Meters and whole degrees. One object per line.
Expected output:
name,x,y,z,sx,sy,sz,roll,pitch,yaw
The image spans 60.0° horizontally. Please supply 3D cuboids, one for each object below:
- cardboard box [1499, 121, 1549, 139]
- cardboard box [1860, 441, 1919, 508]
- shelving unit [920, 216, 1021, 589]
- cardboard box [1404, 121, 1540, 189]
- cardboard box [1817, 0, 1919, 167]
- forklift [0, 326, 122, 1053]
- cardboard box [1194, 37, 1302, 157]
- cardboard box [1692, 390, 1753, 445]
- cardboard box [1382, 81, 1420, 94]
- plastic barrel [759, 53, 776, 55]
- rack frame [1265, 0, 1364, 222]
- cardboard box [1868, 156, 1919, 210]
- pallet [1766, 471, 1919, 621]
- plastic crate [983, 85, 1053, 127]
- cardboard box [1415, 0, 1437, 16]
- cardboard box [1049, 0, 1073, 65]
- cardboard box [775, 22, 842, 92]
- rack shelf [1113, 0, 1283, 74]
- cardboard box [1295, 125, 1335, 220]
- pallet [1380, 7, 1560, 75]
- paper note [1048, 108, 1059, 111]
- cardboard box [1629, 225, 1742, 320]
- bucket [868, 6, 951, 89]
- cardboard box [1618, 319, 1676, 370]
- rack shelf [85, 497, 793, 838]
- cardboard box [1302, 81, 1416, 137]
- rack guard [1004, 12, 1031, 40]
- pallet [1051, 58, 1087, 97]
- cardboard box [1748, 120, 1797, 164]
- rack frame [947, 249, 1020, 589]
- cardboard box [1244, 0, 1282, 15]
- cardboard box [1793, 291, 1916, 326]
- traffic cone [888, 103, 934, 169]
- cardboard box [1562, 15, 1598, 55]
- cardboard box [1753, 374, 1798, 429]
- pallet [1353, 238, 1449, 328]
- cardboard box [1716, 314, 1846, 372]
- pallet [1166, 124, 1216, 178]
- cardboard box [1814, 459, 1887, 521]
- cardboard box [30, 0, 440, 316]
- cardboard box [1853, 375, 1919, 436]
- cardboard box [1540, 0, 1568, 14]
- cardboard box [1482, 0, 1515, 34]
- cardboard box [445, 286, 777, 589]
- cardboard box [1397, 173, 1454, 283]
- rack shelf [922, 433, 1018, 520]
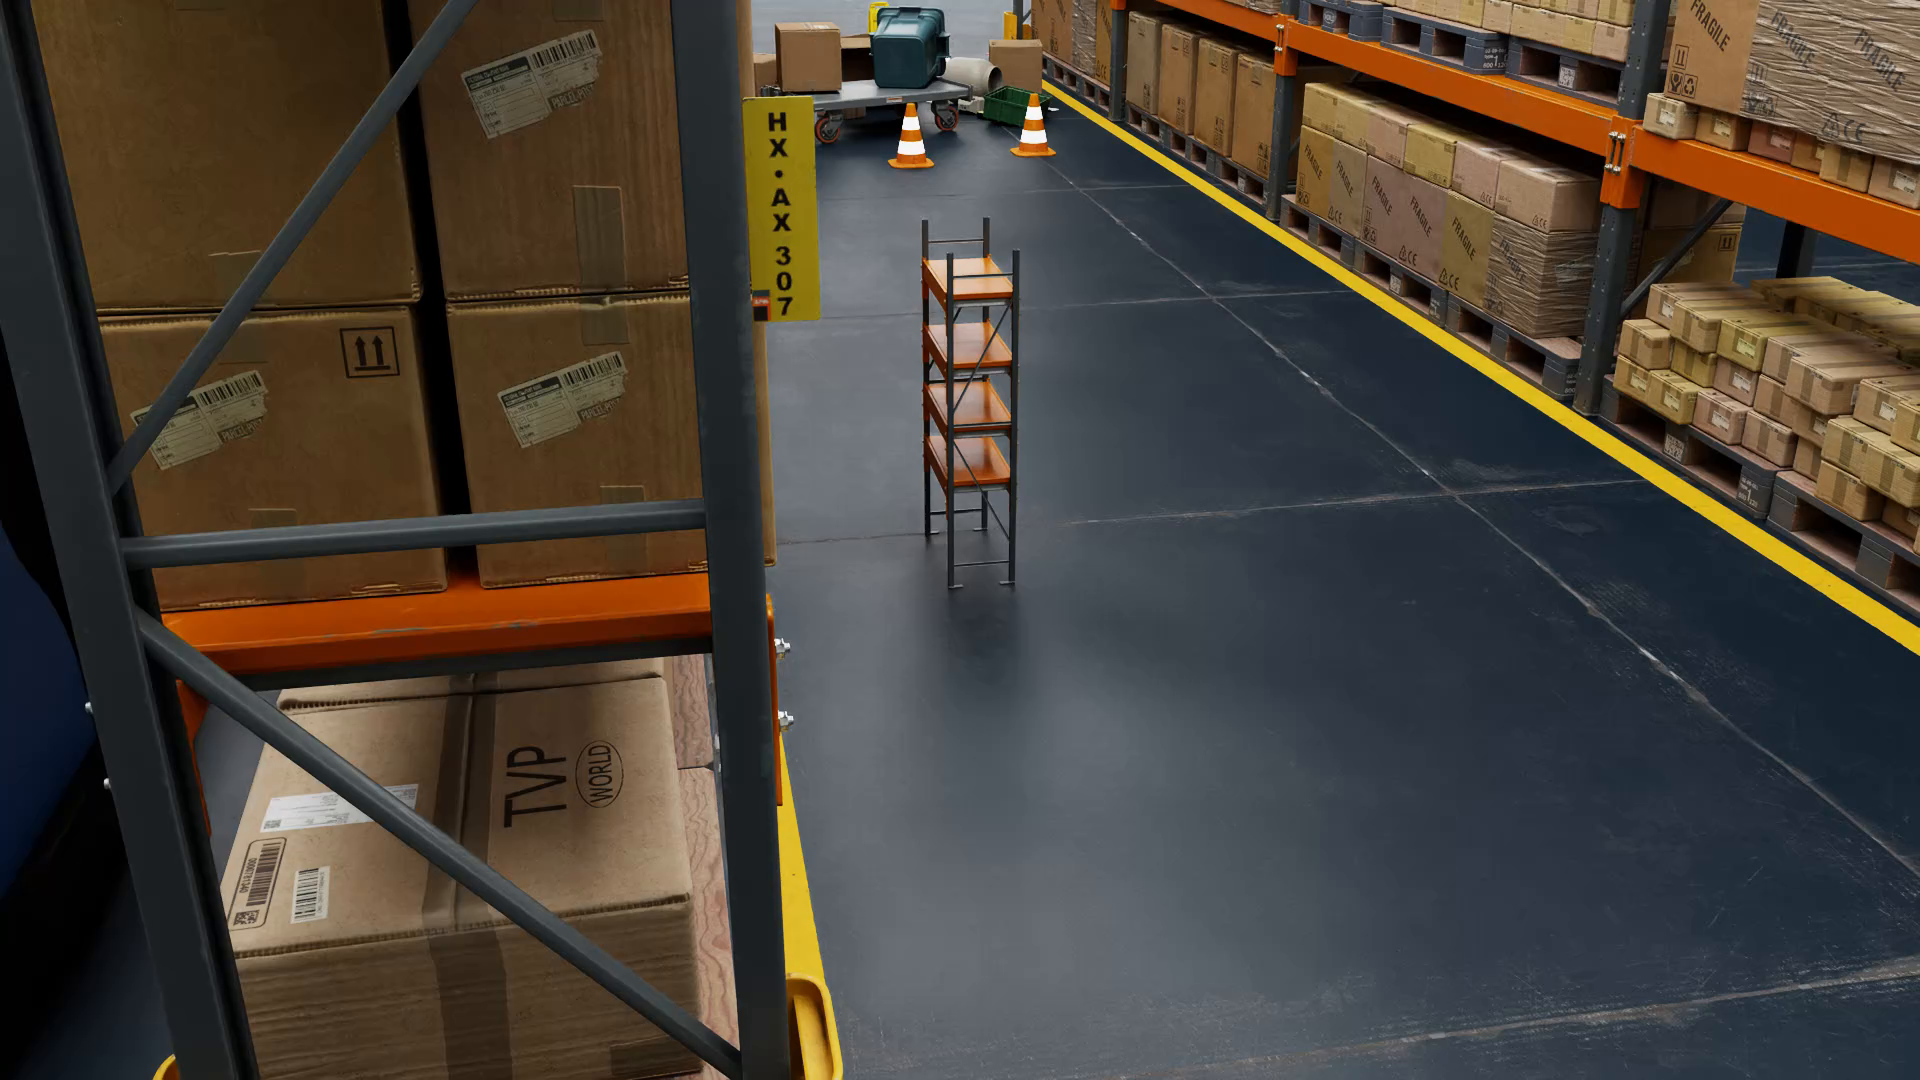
cardboard box,3.235,-2.094,8.959,0.500,0.250,0.500,-3,24,-8
cardboard box,3.350,-0.234,5.704,0.380,0.149,0.250,-4,24,-9
shelving unit,0.031,-0.485,5.861,0.258,1.200,0.503,-4,24,-10
cardboard box,2.723,-2.058,8.877,0.500,0.250,0.500,-5,24,-12
cardboard box,3.303,-1.557,5.571,0.500,0.500,0.500,-5,24,-11
forklift,-2.819,-0.689,4.165,1.130,2.935,3.031,-4,24,-10
cardboard box,2.374,-3.308,12.363,1.050,0.750,0.750,-4,24,-9
cardboard box,3.200,-0.504,6.693,0.380,0.149,0.250,-4,24,-10
cardboard box,2.947,-2.698,10.341,0.500,0.250,0.500,-5,24,-11
plastic barrel,-1.893,-4.416,15.833,0.512,0.421,0.421,13,27,27
rack frame,2.563,-3.557,10.646,1.000,3.000,0.127,-4,24,-10
cardboard box,3.325,-1.218,5.606,0.380,0.149,0.250,-3,24,-7
pallet,3.690,0.037,5.902,1.003,0.211,1.213,-4,24,-10
plastic crate,0.504,-3.839,14.734,0.450,0.188,0.662,17,27,13
cardboard box,2.694,-2.922,8.981,0.380,0.149,0.250,-4,24,-9
cardboard box,1.439,-5.314,16.801,0.875,0.875,0.875,-5,24,-11
cardboard box,-1.279,-4.069,13.996,0.500,0.500,0.500,-4,24,-10
rack shelf,2.193,-4.014,12.591,1.077,0.370,4.000,-4,24,-10
cardboard box,2.443,-2.307,10.382,0.500,0.500,0.500,-5,24,-12
pallet,2.969,-2.693,8.909,1.003,0.211,1.213,-4,24,-10
paper note,0.809,-3.967,15.295,0.142,0.020,0.147,18,29,36
cardboard box,3.427,-1.341,8.170,0.500,0.500,0.500,-3,24,-8
bucket,-0.468,-4.209,14.331,0.726,0.611,0.620,4,34,9
cardboard box,3.055,-0.839,7.090,0.380,0.149,0.250,-3,24,-7
rack shelf,-1.174,-0.461,4.457,1.077,0.370,4.000,-4,24,-10
cardboard box,2.452,-2.658,10.250,0.500,0.250,0.500,-5,24,-12
rack guard,1.079,-5.567,18.373,1.175,0.500,0.348,-4,24,-10
pallet,1.530,-4.638,16.606,1.003,0.211,1.213,-4,24,-10
cardboard box,3.255,-1.536,6.332,0.380,0.149,0.250,-5,24,-12
rack frame,0.076,-0.389,5.641,0.240,1.200,0.015,-4,24,-10
cardboard box,2.216,-3.760,10.986,0.500,0.500,0.500,-4,24,-10
cardboard box,3.710,-0.924,6.911,0.380,0.149,0.250,-4,24,-9
traffic cone,-0.381,-3.137,12.855,0.336,0.463,0.334,-4,24,-10
cardboard box,2.986,-2.304,7.568,0.380,0.149,0.250,-4,24,-9
cardboard box,3.318,-0.547,6.420,0.380,0.149,0.250,-6,24,-12
pallet,2.928,-1.493,9.404,1.003,0.211,1.213,-4,24,-10
cardboard box,3.250,-0.783,6.588,0.380,0.149,0.250,-5,24,-10
pallet,2.269,-3.073,13.023,1.003,0.211,1.213,-4,24,-10
cardboard box,3.334,-0.195,5.986,0.380,0.149,0.250,-5,24,-11
cardboard box,-1.127,-0.680,2.685,0.500,0.500,0.500,-4,24,-8
cardboard box,3.419,-0.475,5.883,0.380,0.149,0.250,-5,24,-12
cardboard box,2.942,-2.540,7.736,0.380,0.149,0.250,-3,24,-7
cardboard box,2.839,-2.610,8.268,0.380,0.149,0.250,-5,24,-12
cardboard box,-0.610,-0.260,2.972,0.500,0.500,0.500,-4,24,-10
cardboard box,2.733,-1.707,9.009,0.500,0.500,0.500,-5,24,-11
rack shelf,0.031,-0.241,5.967,0.258,0.148,0.480,-4,24,-10
